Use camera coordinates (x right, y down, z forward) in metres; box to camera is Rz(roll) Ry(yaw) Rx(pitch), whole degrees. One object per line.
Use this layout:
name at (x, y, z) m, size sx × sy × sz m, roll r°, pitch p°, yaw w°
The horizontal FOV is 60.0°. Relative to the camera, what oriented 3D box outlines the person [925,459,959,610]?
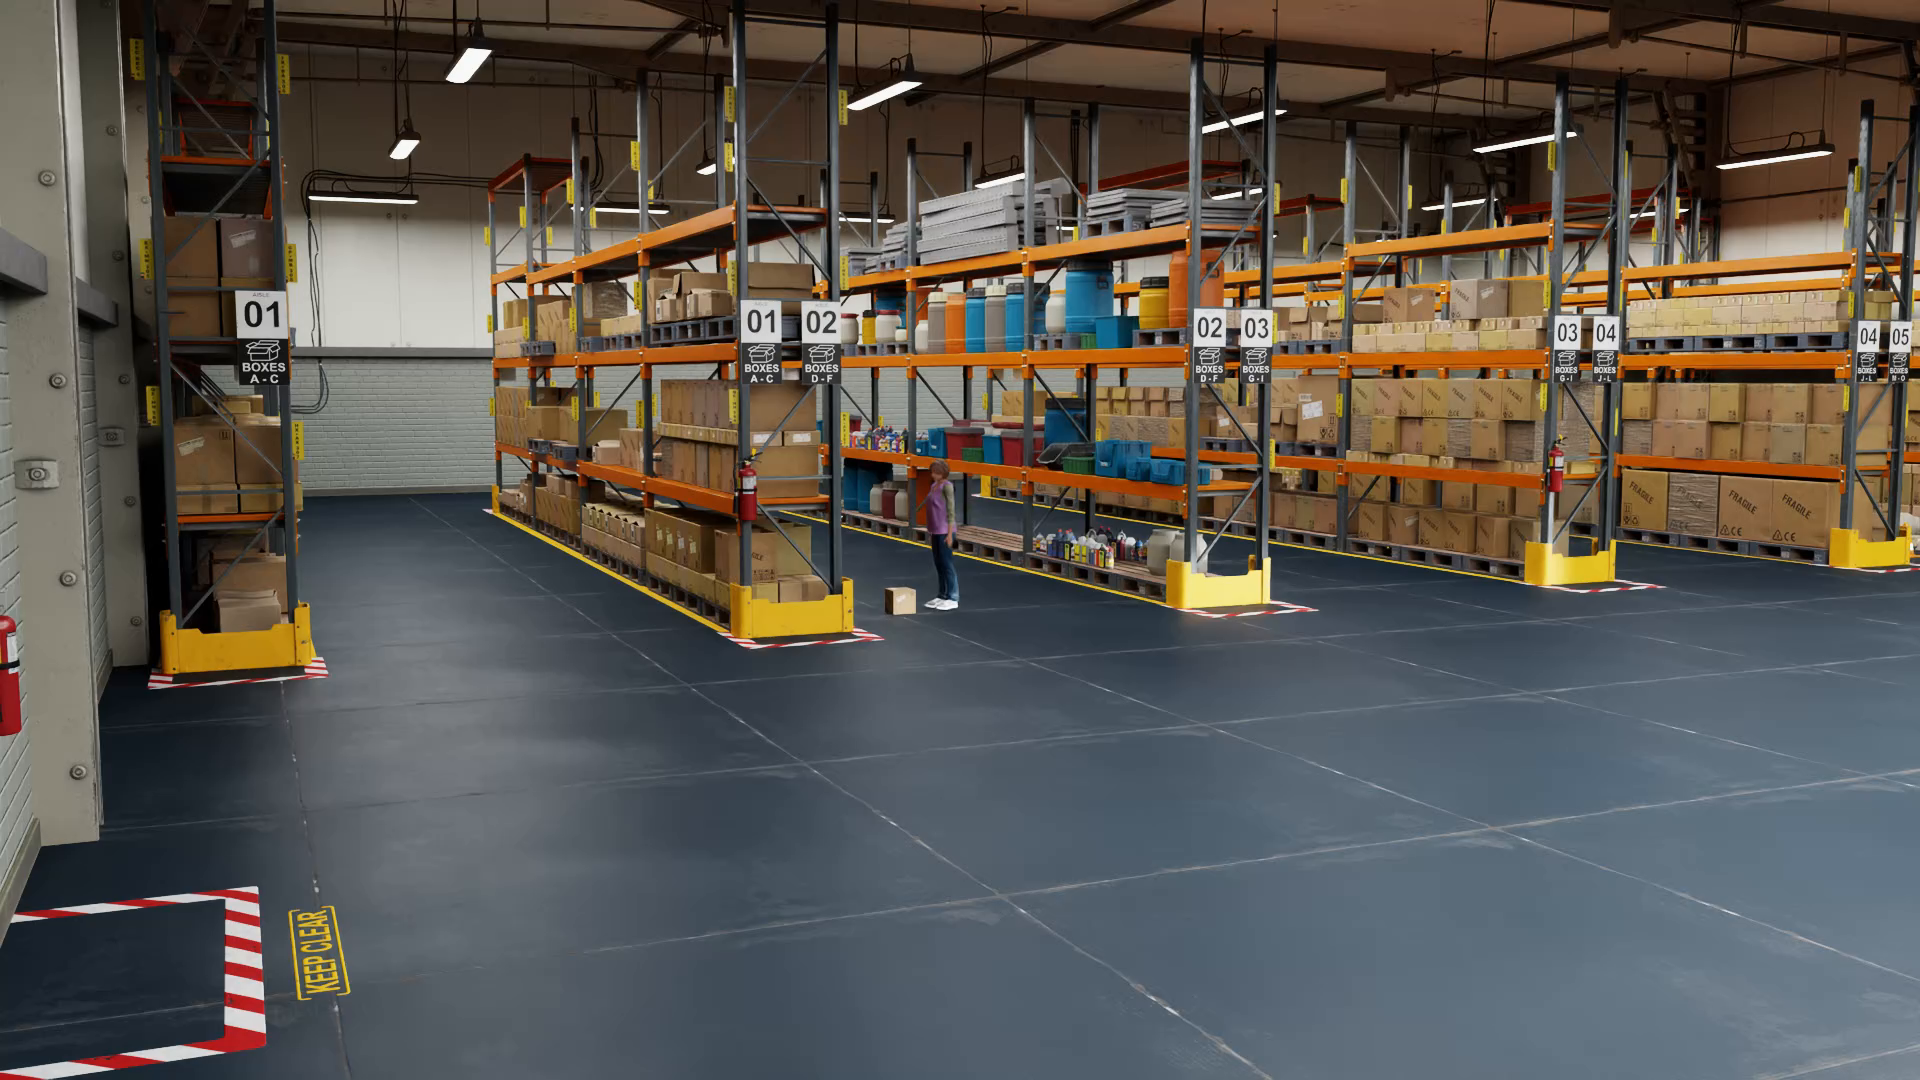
person at (-0.178, -0.060, 17.673) m, size 0.334 × 1.599 × 0.419 m, roll -2°, pitch 6°, yaw -23°
